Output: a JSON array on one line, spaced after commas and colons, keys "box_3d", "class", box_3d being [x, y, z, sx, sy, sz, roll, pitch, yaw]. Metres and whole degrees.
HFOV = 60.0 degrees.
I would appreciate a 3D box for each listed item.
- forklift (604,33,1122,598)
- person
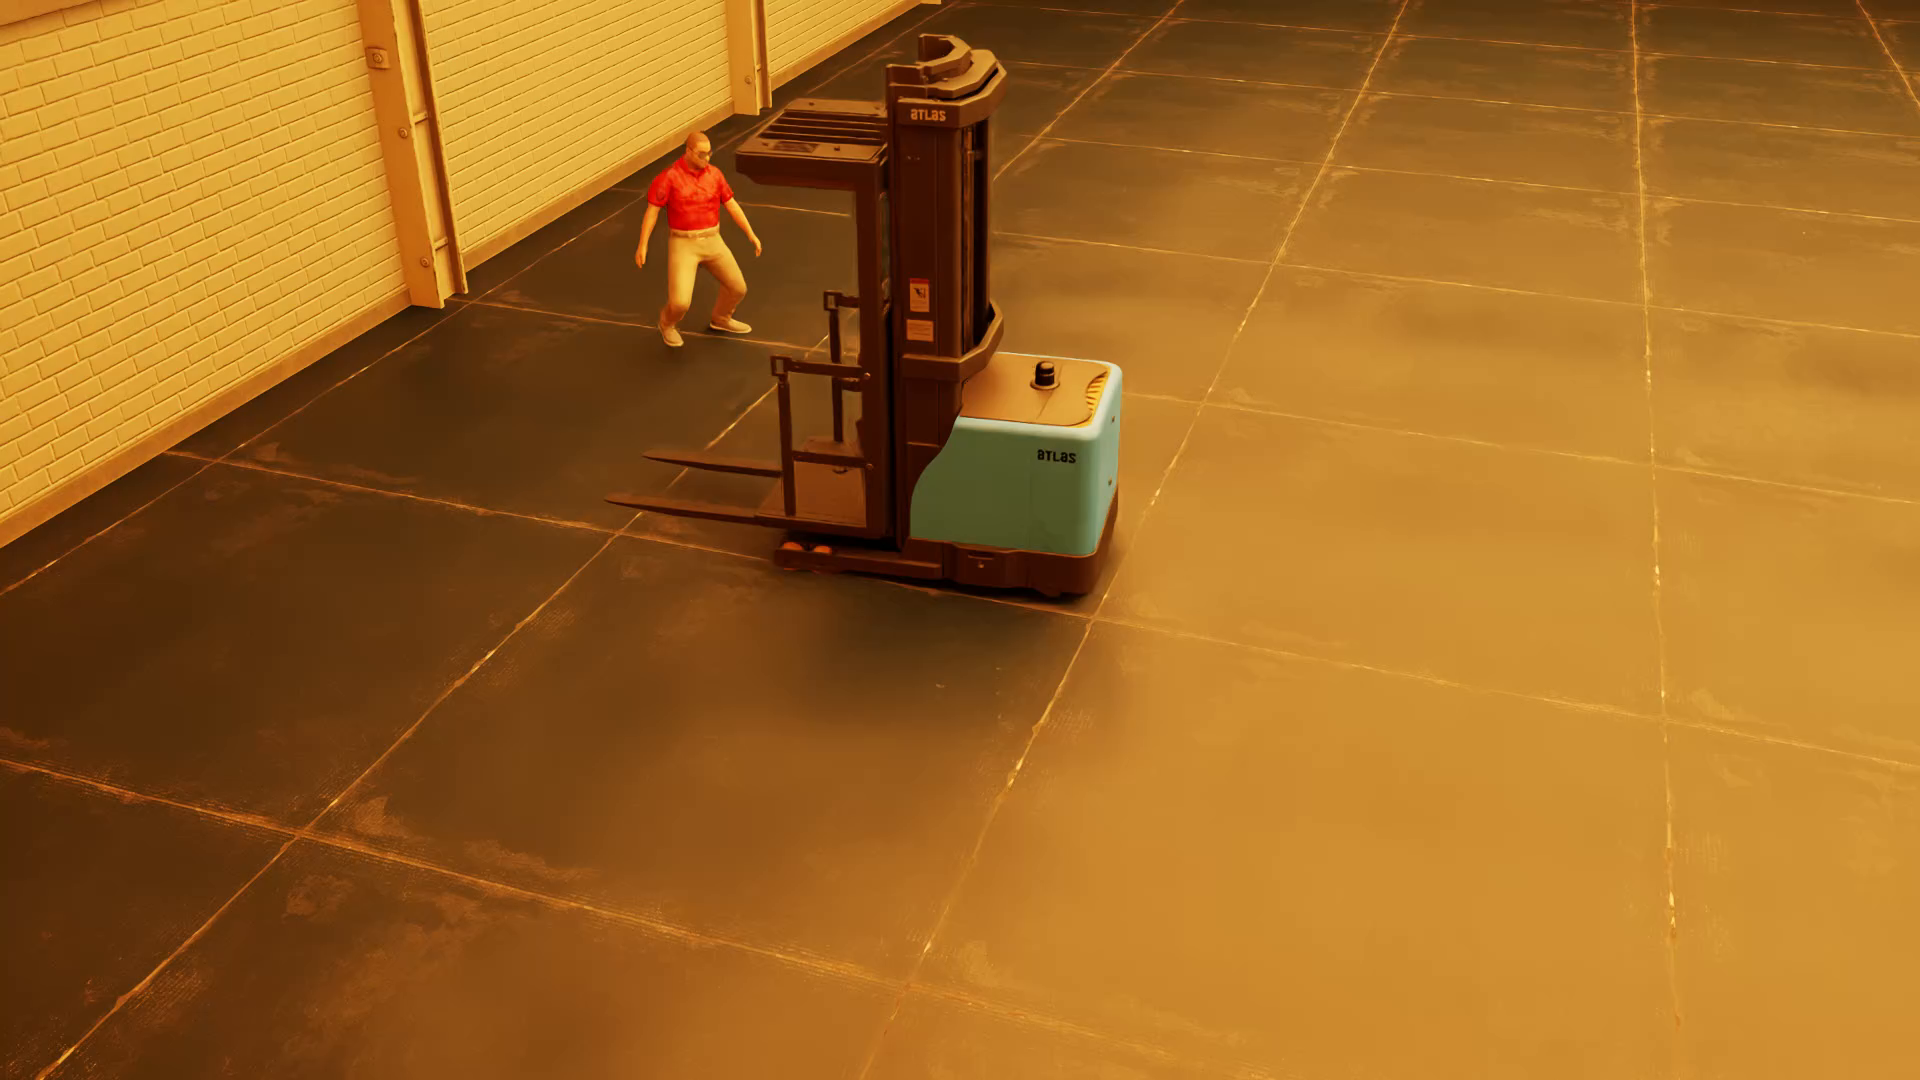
[{"box_3d": [-0.612, -1.317, 9.446, 3.031, 2.935, 1.130, 6, 30, 11], "class": "forklift"}, {"box_3d": [-1.952, -2.203, 12.338, 0.934, 1.633, 0.565, -17, 34, -27], "class": "person"}]
